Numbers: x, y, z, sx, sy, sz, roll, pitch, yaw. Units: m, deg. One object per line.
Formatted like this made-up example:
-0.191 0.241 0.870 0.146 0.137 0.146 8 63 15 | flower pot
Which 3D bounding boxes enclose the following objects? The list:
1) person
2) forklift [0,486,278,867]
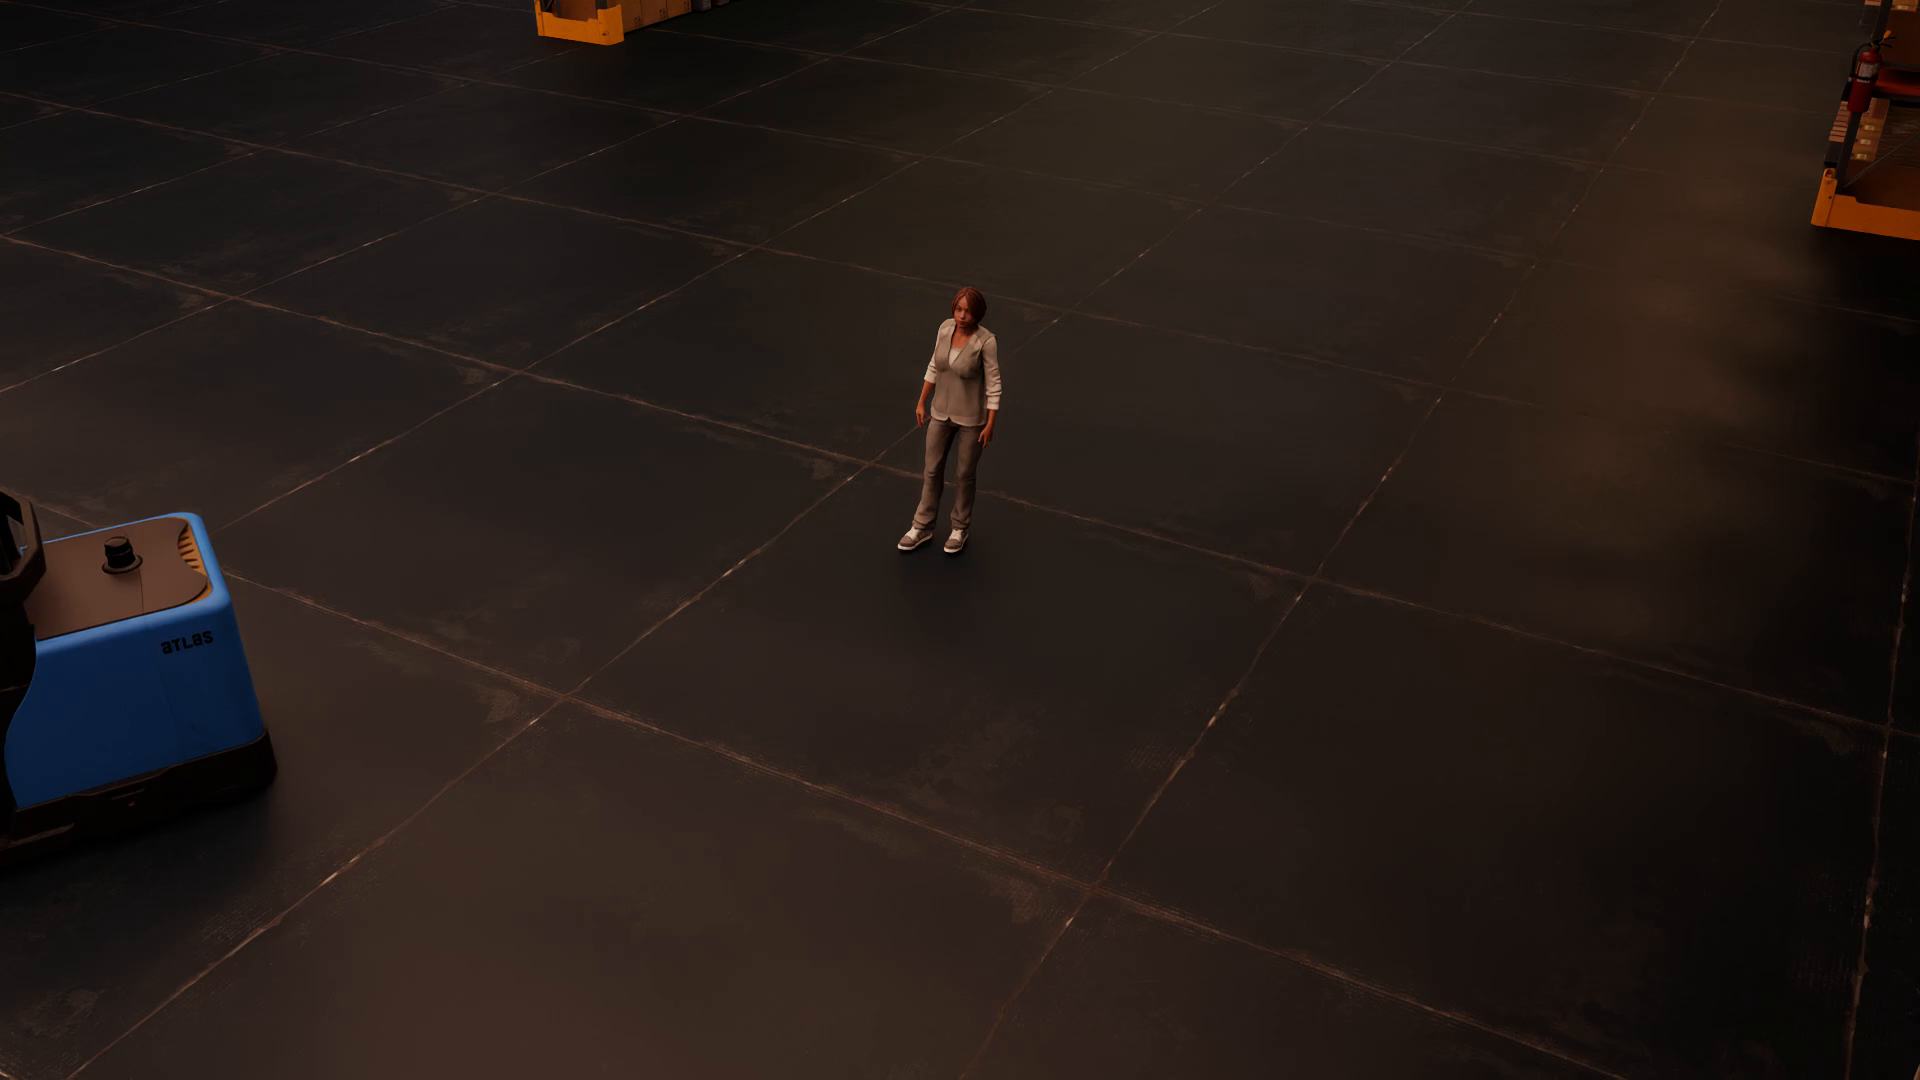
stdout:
-0.048 -0.669 9.550 0.520 1.597 0.475 15 33 25 | person
-4.796 0.076 6.938 3.031 2.935 1.130 -16 34 -25 | forklift
